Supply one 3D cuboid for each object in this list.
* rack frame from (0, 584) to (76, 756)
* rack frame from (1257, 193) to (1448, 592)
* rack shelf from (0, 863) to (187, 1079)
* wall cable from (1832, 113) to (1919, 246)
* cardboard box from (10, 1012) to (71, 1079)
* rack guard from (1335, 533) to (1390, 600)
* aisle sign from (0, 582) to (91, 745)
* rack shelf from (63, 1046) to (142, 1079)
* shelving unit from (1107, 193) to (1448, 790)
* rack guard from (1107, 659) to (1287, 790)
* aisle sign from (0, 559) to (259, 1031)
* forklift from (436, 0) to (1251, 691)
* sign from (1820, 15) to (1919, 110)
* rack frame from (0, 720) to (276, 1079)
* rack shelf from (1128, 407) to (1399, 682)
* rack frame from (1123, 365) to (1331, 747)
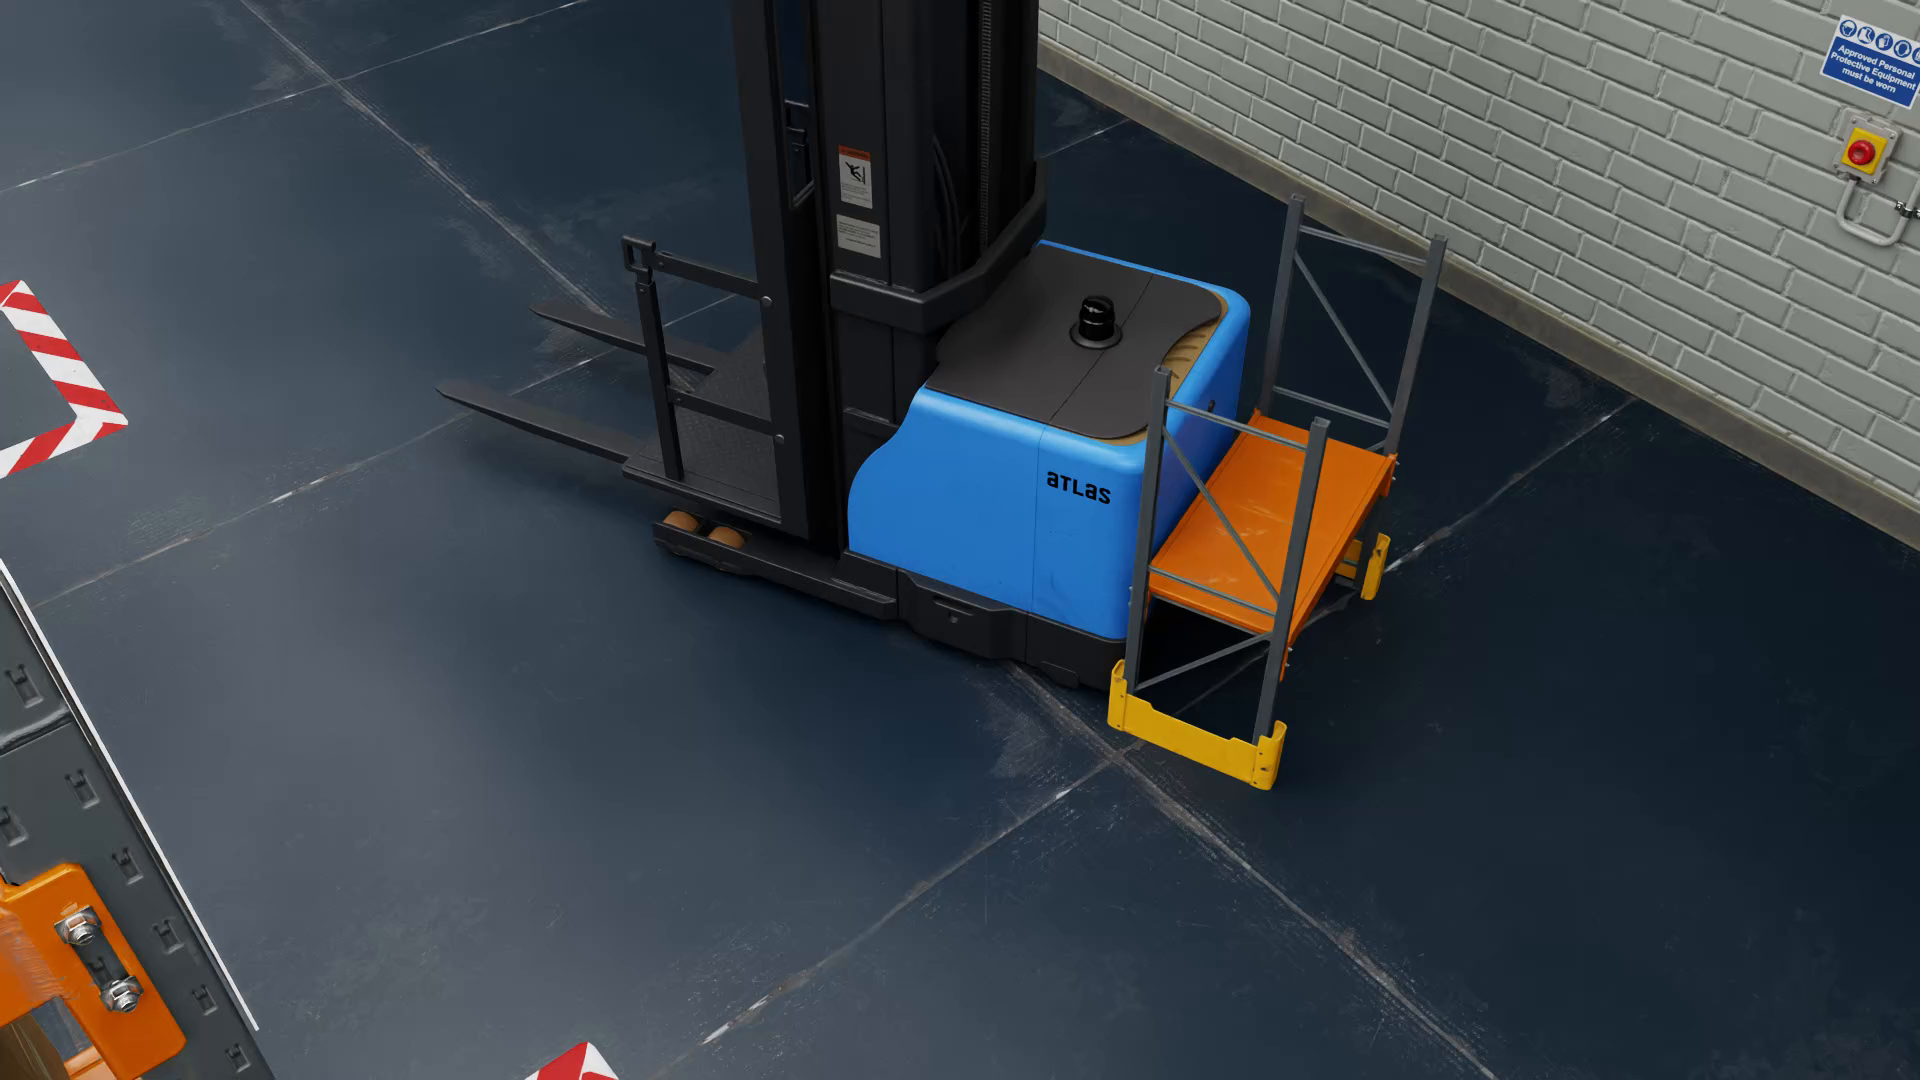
[{"bbox_3d":[-1.260,-1.147,0.898,0.127,3.000,1.000,-30,51,-28],"label":"rack frame"},{"bbox_3d":[1.256,-0.448,5.632,0.500,1.500,0.032,21,47,21],"label":"rack frame"},{"bbox_3d":[-2.794,1.087,1.236,4.000,0.370,1.077,-30,51,-28],"label":"rack shelf"},{"bbox_3d":[3.050,-1.831,5.244,0.123,1.953,0.585,-30,51,-28],"label":"wall cable"},{"bbox_3d":[-1.812,1.063,2.854,0.500,0.500,0.500,-30,51,-28],"label":"cardboard box"},{"bbox_3d":[1.255,0.008,6.059,0.587,0.250,0.087,21,47,21],"label":"rack guard"},{"bbox_3d":[-1.391,-0.092,2.258,0.004,0.787,0.394,-30,51,-28],"label":"aisle sign"},{"bbox_3d":[-2.794,2.180,2.263,4.000,0.370,1.077,-30,51,-28],"label":"rack shelf"},{"bbox_3d":[1.010,-0.151,5.315,0.587,1.500,1.083,21,47,21],"label":"shelving unit"},{"bbox_3d":[0.764,0.602,5.427,0.587,0.250,0.087,21,47,21],"label":"rack guard"},{"bbox_3d":[-1.006,0.223,1.922,0.004,0.787,0.394,-30,51,-28],"label":"aisle sign"},{"bbox_3d":[-0.567,-1.257,5.448,3.031,2.935,1.130,18,46,19],"label":"forklift"},{"bbox_3d":[3.066,-1.600,5.565,0.001,0.218,0.327,-30,51,-28],"label":"sign"},{"bbox_3d":[-1.260,1.040,2.952,0.127,3.000,1.000,-30,51,-28],"label":"rack frame"},{"bbox_3d":[1.005,-0.014,5.432,0.538,0.185,1.000,21,47,21],"label":"rack shelf"},{"bbox_3d":[0.755,0.158,4.987,0.500,1.500,0.032,21,47,21],"label":"rack frame"}]
